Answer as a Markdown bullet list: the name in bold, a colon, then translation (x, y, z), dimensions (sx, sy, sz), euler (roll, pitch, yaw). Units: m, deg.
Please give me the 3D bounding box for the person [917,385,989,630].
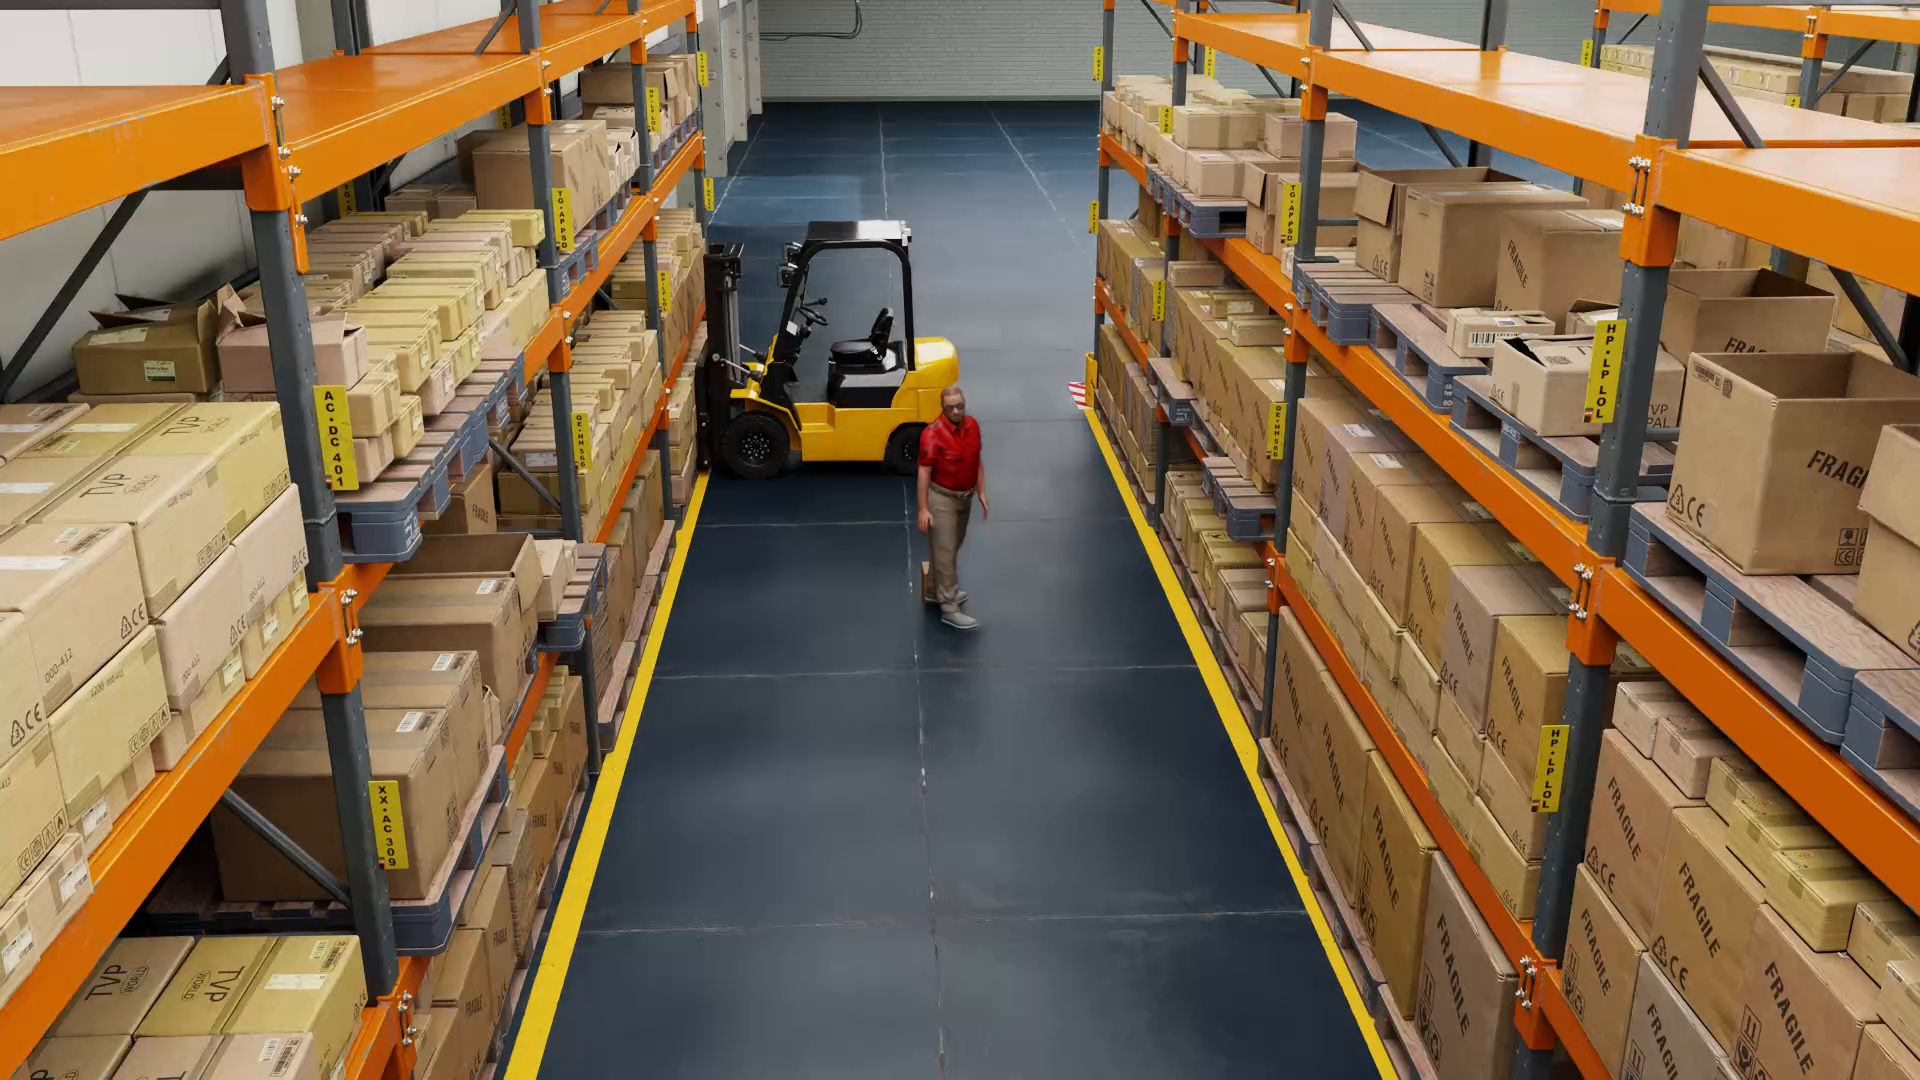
- **person**: translation (-0.050, -0.260, 11.748), dimensions (0.653, 1.710, 0.614), euler (14, 25, 34)
